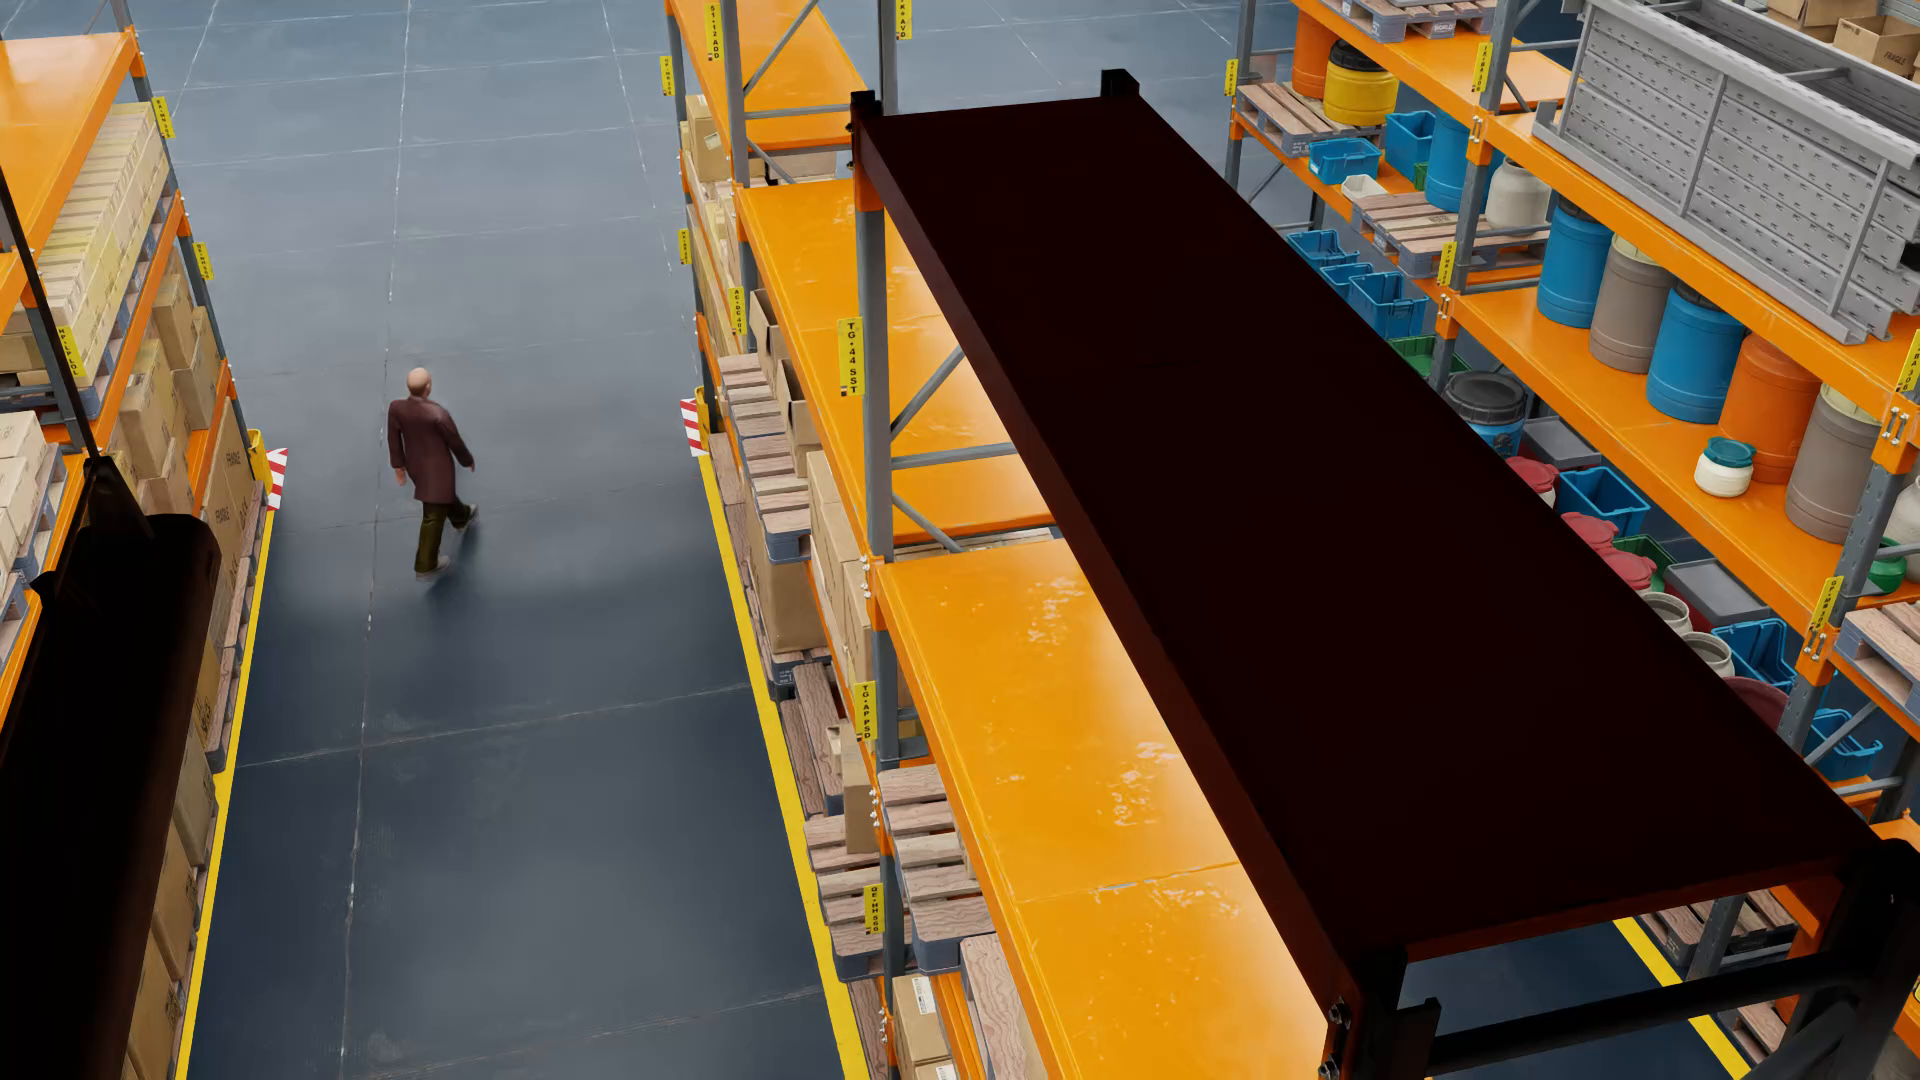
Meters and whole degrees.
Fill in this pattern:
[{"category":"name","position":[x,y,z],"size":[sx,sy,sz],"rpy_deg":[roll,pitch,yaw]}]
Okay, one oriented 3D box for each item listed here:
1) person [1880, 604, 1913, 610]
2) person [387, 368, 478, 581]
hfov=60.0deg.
[{"category":"person","position":[7.201,-0.235,12.894],"size":[0.562,1.710,0.974],"rpy_deg":[-14,37,-19]},{"category":"person","position":[-4.217,-0.589,13.461],"size":[0.611,1.635,1.062],"rpy_deg":[15,37,21]}]
